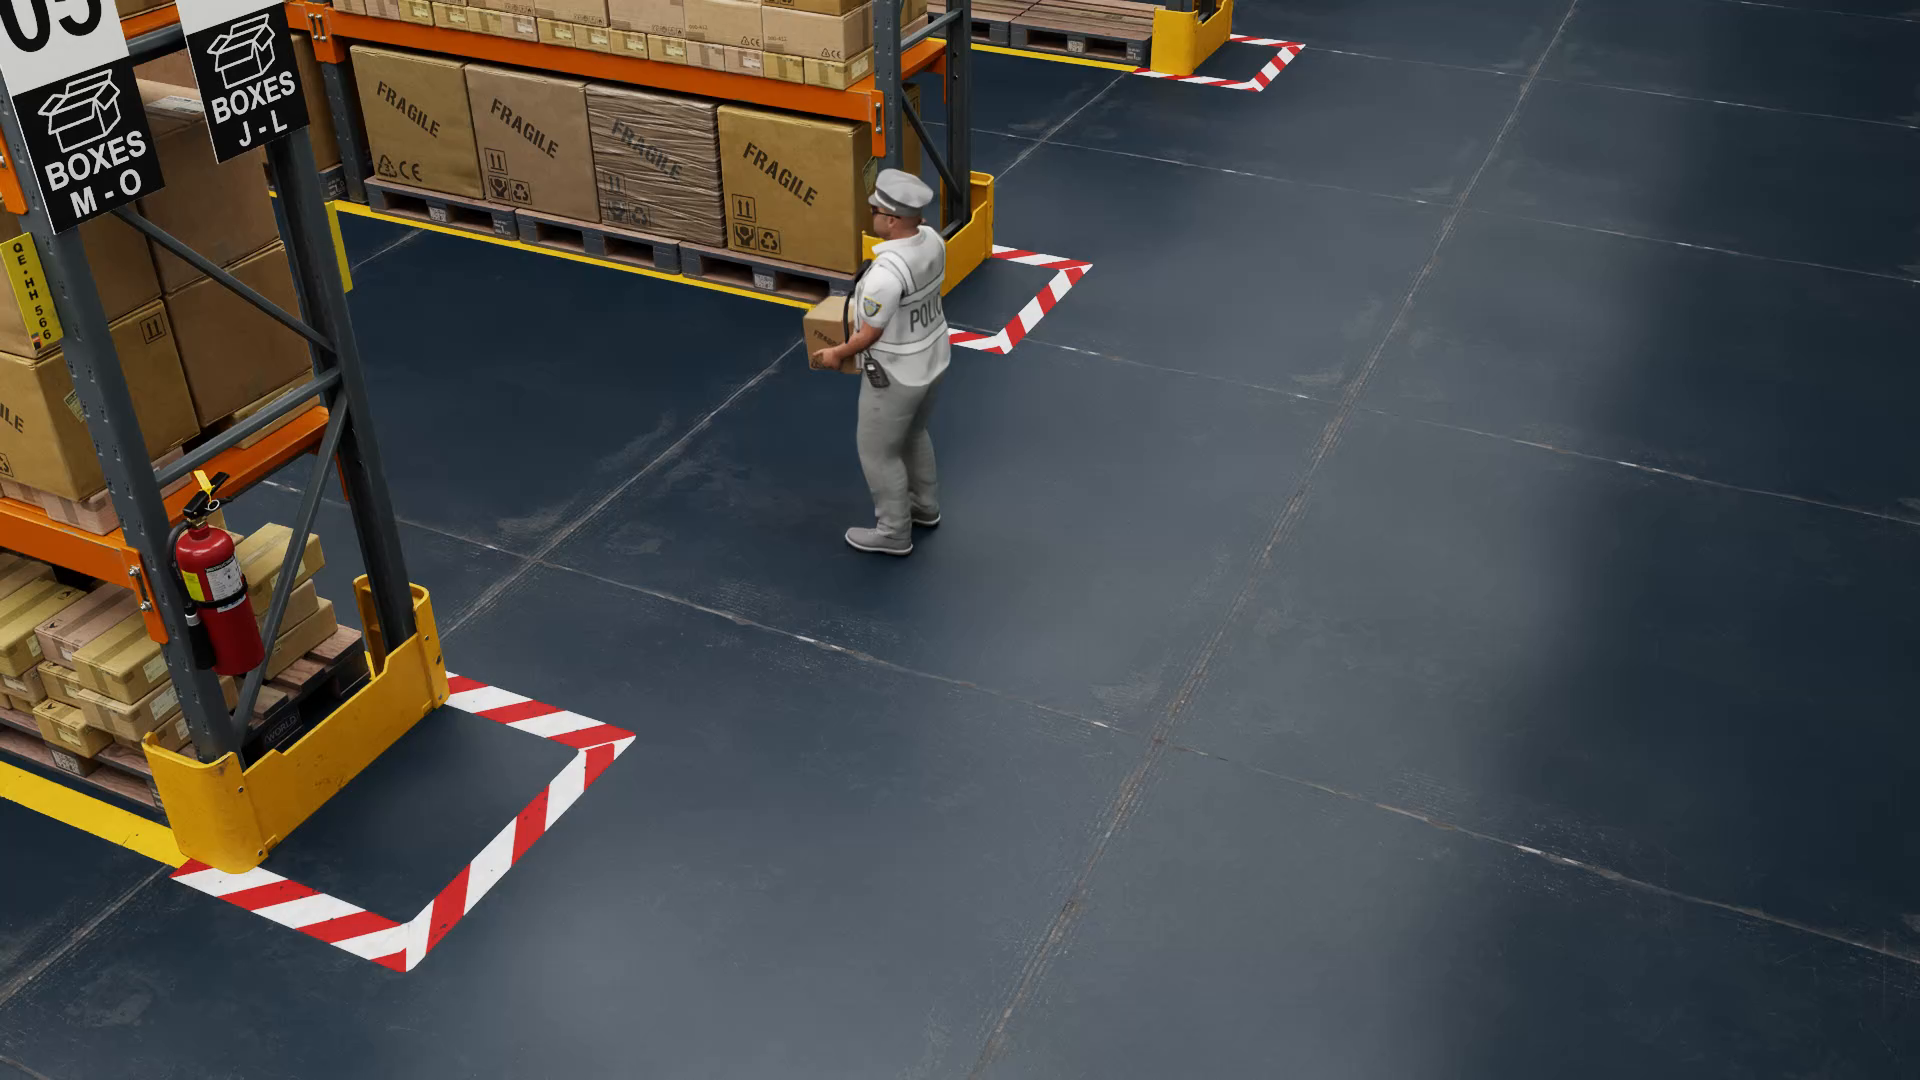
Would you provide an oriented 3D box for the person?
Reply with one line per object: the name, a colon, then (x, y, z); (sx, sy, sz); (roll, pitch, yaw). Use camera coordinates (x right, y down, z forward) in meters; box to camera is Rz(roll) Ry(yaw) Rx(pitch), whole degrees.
person: (-0.338, -0.776, 7.286); (0.552, 1.770, 0.518); (14, 36, 20)
